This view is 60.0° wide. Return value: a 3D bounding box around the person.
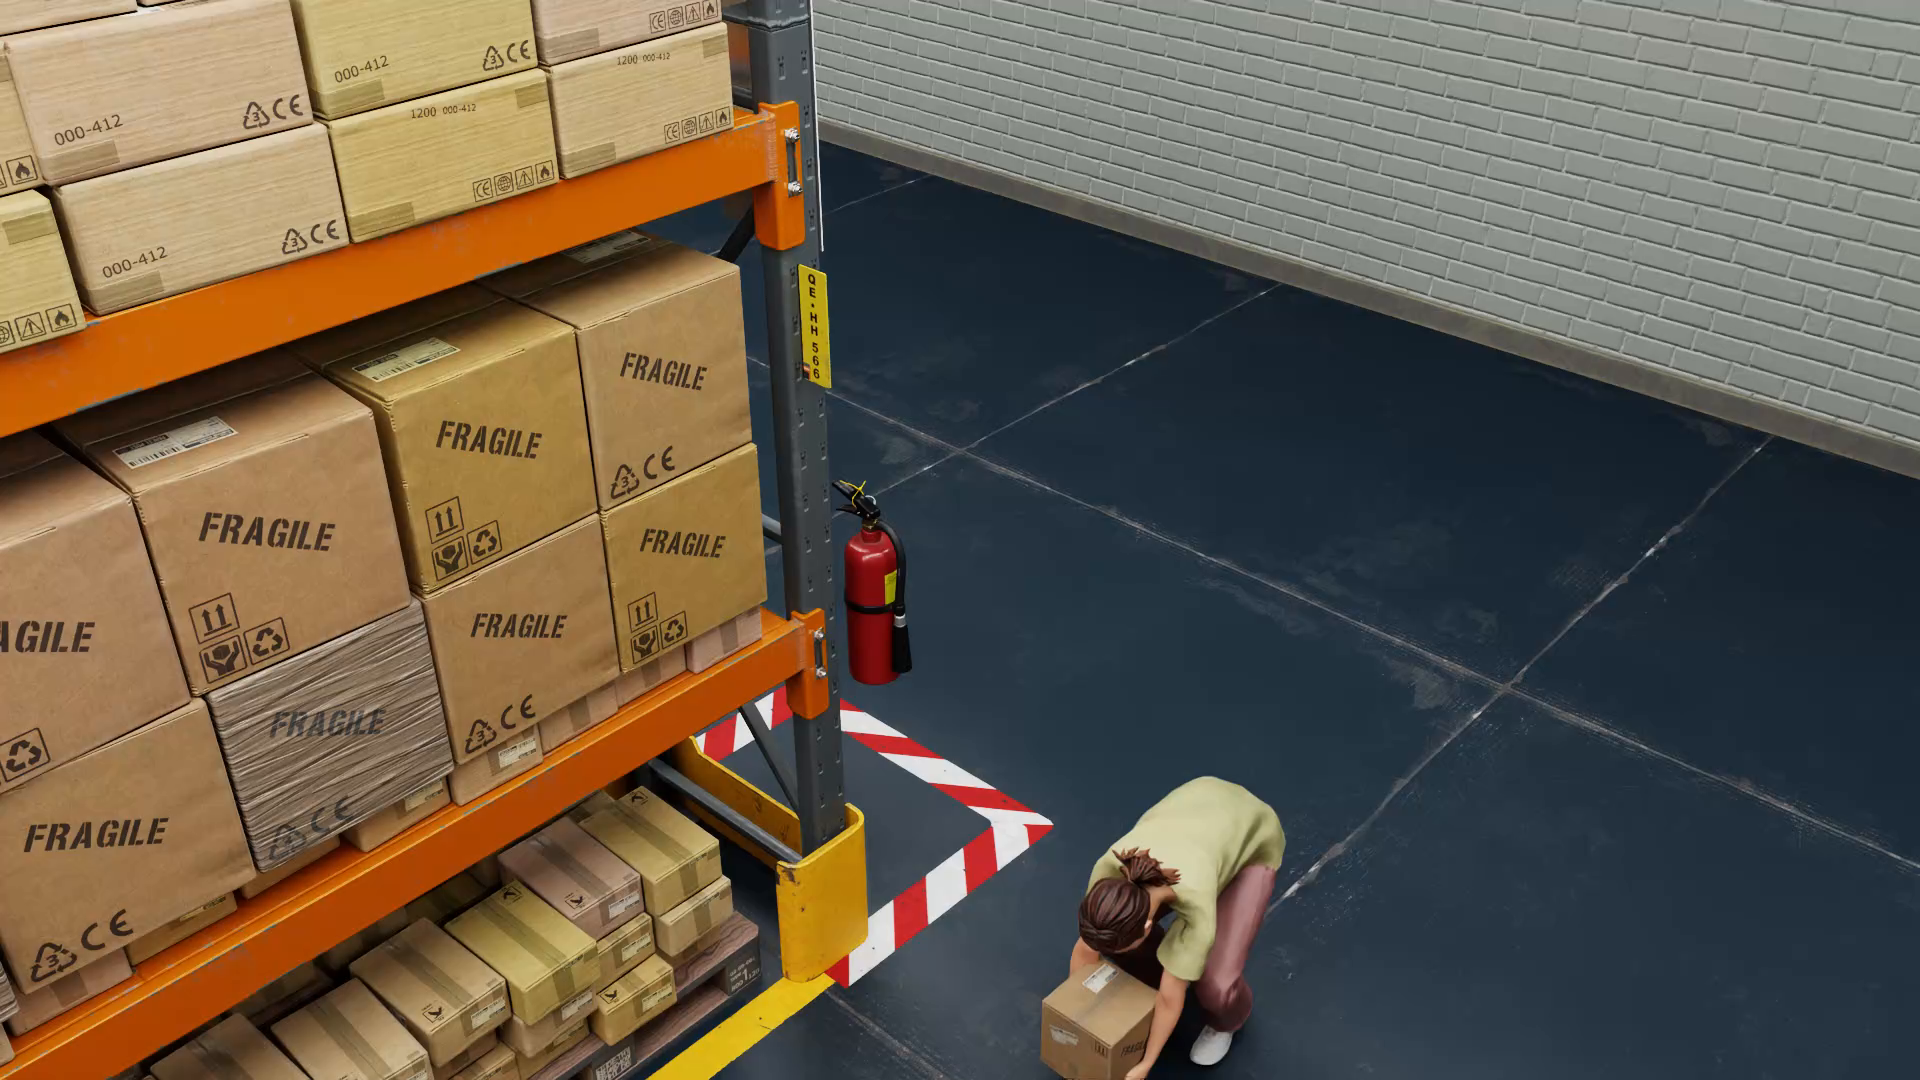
[{"bbox_3d":[0.619,1.172,4.907,0.476,0.958,0.865,23,38,33],"label":"person"}]
